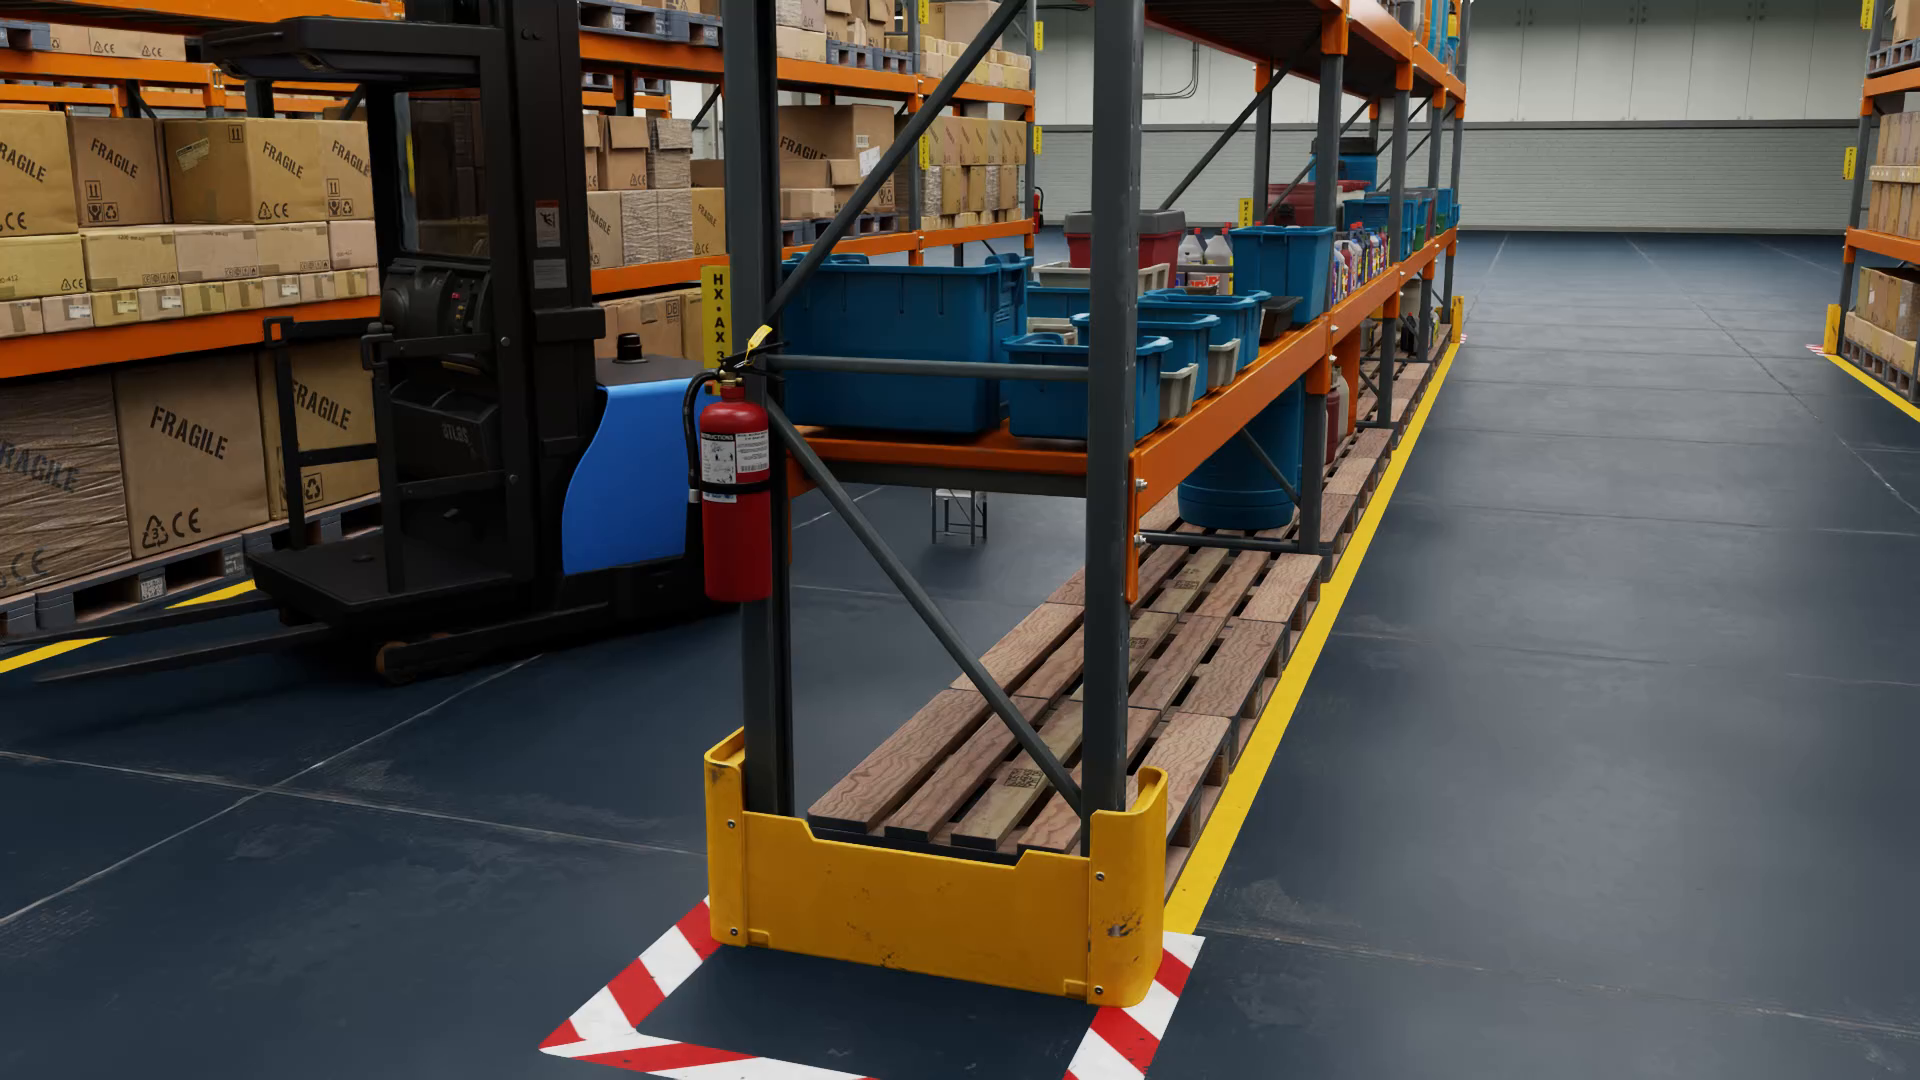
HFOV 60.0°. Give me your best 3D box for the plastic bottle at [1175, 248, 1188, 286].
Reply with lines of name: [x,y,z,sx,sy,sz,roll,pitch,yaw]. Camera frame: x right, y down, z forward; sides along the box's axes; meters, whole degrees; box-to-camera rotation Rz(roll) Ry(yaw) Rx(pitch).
plastic bottle: [1.041,-1.298,8.211,0.152,0.276,0.135,4,14,18]

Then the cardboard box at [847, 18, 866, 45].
cardboard box: [-1.089,-4.689,15.409,0.396,0.266,0.258,5,14,20]

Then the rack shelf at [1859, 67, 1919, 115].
rack shelf: [9.140,-4.112,15.137,1.077,0.370,4.000,4,14,18]

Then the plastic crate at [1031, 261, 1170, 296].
plastic crate: [0.551,-0.915,6.387,0.437,0.282,0.530,4,14,18]

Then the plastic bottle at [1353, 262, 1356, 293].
plastic bottle: [2.092,-1.442,9.013,0.097,0.201,0.097,0,13,0]

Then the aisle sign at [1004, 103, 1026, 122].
aisle sign: [0.719,-5.394,20.037,0.394,0.787,0.004,4,14,18]

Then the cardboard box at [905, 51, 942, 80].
cardboard box: [-0.491,-4.758,16.691,0.500,0.250,0.500,4,13,16]

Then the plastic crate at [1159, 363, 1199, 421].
plastic crate: [0.498,-0.400,4.458,0.250,0.136,0.298,4,14,18]

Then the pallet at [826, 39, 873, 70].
pallet: [-1.512,-4.323,14.867,1.213,0.211,1.003,4,14,18]

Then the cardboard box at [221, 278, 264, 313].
cardboard box: [-3.589,-1.181,7.988,0.380,0.149,0.250,5,14,19]

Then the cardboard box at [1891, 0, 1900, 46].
cardboard box: [9.598,-5.086,16.299,0.797,0.503,0.637,5,14,22]

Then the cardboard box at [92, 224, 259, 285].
cardboard box: [-3.692,-1.352,7.838,0.500,0.250,0.500,5,14,20]

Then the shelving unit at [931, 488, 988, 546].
shelving unit: [-0.003,-0.437,8.880,0.258,0.900,0.210,4,14,18]

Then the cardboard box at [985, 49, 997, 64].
cardboard box: [0.193,-5.364,18.450,0.380,0.149,0.250,4,13,16]

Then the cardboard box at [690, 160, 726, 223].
cardboard box: [-2.036,-2.821,13.437,0.500,0.500,0.500,3,13,11]

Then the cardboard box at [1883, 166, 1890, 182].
cardboard box: [9.208,-3.558,16.152,0.380,0.149,0.250,4,13,18]

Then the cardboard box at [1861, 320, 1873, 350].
cardboard box: [9.083,-1.977,16.146,0.500,0.250,0.500,4,14,18]

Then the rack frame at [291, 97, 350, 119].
rack frame: [-8.962,-4.848,23.490,1.000,3.000,0.127,4,14,18]

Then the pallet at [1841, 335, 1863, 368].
pallet: [9.580,-1.898,16.827,1.003,0.211,1.213,4,14,18]

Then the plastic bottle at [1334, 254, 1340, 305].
plastic bottle: [1.836,-1.310,8.274,0.097,0.271,0.097,0,13,0]

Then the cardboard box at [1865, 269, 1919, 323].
cardboard box: [9.094,-2.342,16.059,0.500,0.500,0.500,4,14,18]

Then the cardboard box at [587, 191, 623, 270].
cardboard box: [-2.596,-2.056,11.032,0.500,0.500,0.500,5,14,19]

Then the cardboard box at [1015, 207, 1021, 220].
cardboard box: [0.518,-3.938,20.063,0.380,0.149,0.250,4,14,18]

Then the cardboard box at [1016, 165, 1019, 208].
cardboard box: [0.211,-4.215,19.821,0.875,0.500,0.500,4,14,18]

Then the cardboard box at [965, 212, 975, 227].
cardboard box: [-0.052,-3.511,18.193,0.380,0.149,0.250,4,14,18]

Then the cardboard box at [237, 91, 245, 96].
cardboard box: [-9.267,-5.767,21.335,0.380,0.149,0.250,4,14,18]

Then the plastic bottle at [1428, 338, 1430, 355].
plastic bottle: [4.358,-1.843,15.623,0.097,0.201,0.097,0,13,0]

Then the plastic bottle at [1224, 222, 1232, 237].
plastic bottle: [1.563,-1.677,9.704,0.144,0.351,0.185,4,14,18]

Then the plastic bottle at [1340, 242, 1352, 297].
plastic bottle: [2.029,-1.428,8.767,0.061,0.283,0.133,4,14,18]

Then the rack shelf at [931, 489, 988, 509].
rack shelf: [-0.003,-0.229,8.928,0.258,0.077,0.200,4,14,18]

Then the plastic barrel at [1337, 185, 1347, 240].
plastic barrel: [2.780,-2.469,12.814,0.421,0.512,0.421,0,13,0]

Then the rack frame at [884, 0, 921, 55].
rack frame: [-0.879,-6.218,16.006,1.000,3.000,0.127,4,14,18]

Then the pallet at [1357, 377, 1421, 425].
pallet: [3.197,-1.151,13.556,1.003,0.211,1.213,4,14,18]

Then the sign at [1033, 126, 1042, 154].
sign: [0.934,-4.809,20.006,0.100,0.325,0.005,4,14,18]

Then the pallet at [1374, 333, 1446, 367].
pallet: [4.457,-1.973,17.157,1.003,0.211,1.213,4,14,18]

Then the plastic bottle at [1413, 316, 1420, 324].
plastic bottle: [4.512,-2.097,16.569,0.152,0.276,0.135,4,14,18]

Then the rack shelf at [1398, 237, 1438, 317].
rack shelf: [3.160,-2.164,13.346,1.077,0.370,4.000,4,14,18]

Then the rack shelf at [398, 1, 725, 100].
rack shelf: [-2.820,-3.141,10.885,1.077,0.370,4.000,4,14,18]

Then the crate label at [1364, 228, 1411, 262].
crate label: [3.004,-2.074,11.710,0.303,0.233,0.416,4,14,18]

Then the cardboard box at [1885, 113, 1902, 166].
cardboard box: [9.442,-3.883,16.117,0.700,0.500,0.500,4,13,17]

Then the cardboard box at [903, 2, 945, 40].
cardboard box: [-0.321,-5.742,18.646,0.500,0.500,0.500,4,14,18]

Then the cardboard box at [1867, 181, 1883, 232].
cardboard box: [9.624,-3.372,16.797,0.700,0.500,0.500,4,14,18]

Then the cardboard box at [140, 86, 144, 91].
cardboard box: [-9.920,-5.395,19.706,0.380,0.149,0.250,4,13,18]

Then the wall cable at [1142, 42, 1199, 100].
wall cable: [6.151,-15.861,50.614,2.305,6.003,0.169,4,14,18]

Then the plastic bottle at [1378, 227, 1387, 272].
plastic bottle: [2.711,-1.873,10.714,0.061,0.283,0.133,4,14,18]

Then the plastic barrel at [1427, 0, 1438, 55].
plastic barrel: [3.425,-4.245,12.977,0.600,0.901,0.708,4,14,18]

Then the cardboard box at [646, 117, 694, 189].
cardboard box: [-2.425,-2.836,12.192,0.797,0.503,0.637,5,14,20]

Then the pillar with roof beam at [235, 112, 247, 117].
pillar with roof beam: [-8.723,-9.002,28.203,9.100,9.000,0.400,4,14,18]

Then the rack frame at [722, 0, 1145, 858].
rack frame: [-0.075,-0.410,4.041,1.000,3.000,0.127,4,14,18]

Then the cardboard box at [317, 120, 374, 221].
cardboard box: [-3.363,-1.930,8.685,0.500,0.500,0.500,5,14,20]

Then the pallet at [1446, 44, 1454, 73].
pallet: [3.949,-4.465,15.495,1.213,0.211,1.003,4,14,18]

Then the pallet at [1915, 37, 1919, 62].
pallet: [8.745,-4.179,14.016,1.003,0.211,1.213,4,14,18]

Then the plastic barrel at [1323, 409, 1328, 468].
plastic barrel: [1.908,-0.618,9.604,0.421,0.512,0.421,0,13,0]

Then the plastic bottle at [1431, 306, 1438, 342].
plastic bottle: [4.720,-2.168,16.709,0.144,0.351,0.185,5,14,21]

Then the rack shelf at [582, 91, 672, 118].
rack shelf: [-4.892,-5.204,19.923,1.077,0.370,4.000,4,14,18]

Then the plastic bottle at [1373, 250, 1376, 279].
plastic bottle: [2.468,-1.687,10.083,0.097,0.201,0.097,0,13,0]

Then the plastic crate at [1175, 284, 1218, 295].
plastic crate: [0.933,-1.065,7.370,0.396,0.136,0.243,4,14,18]

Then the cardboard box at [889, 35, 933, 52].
cardboard box: [-0.482,-4.923,16.515,0.380,0.149,0.250,4,13,17]

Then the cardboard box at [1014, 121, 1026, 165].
cardboard box: [0.471,-4.683,19.623,0.500,0.500,0.500,4,14,18]

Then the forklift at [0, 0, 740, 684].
forklift: [-2.330,-0.996,6.763,3.031,2.935,1.130,-11,17,-41]
